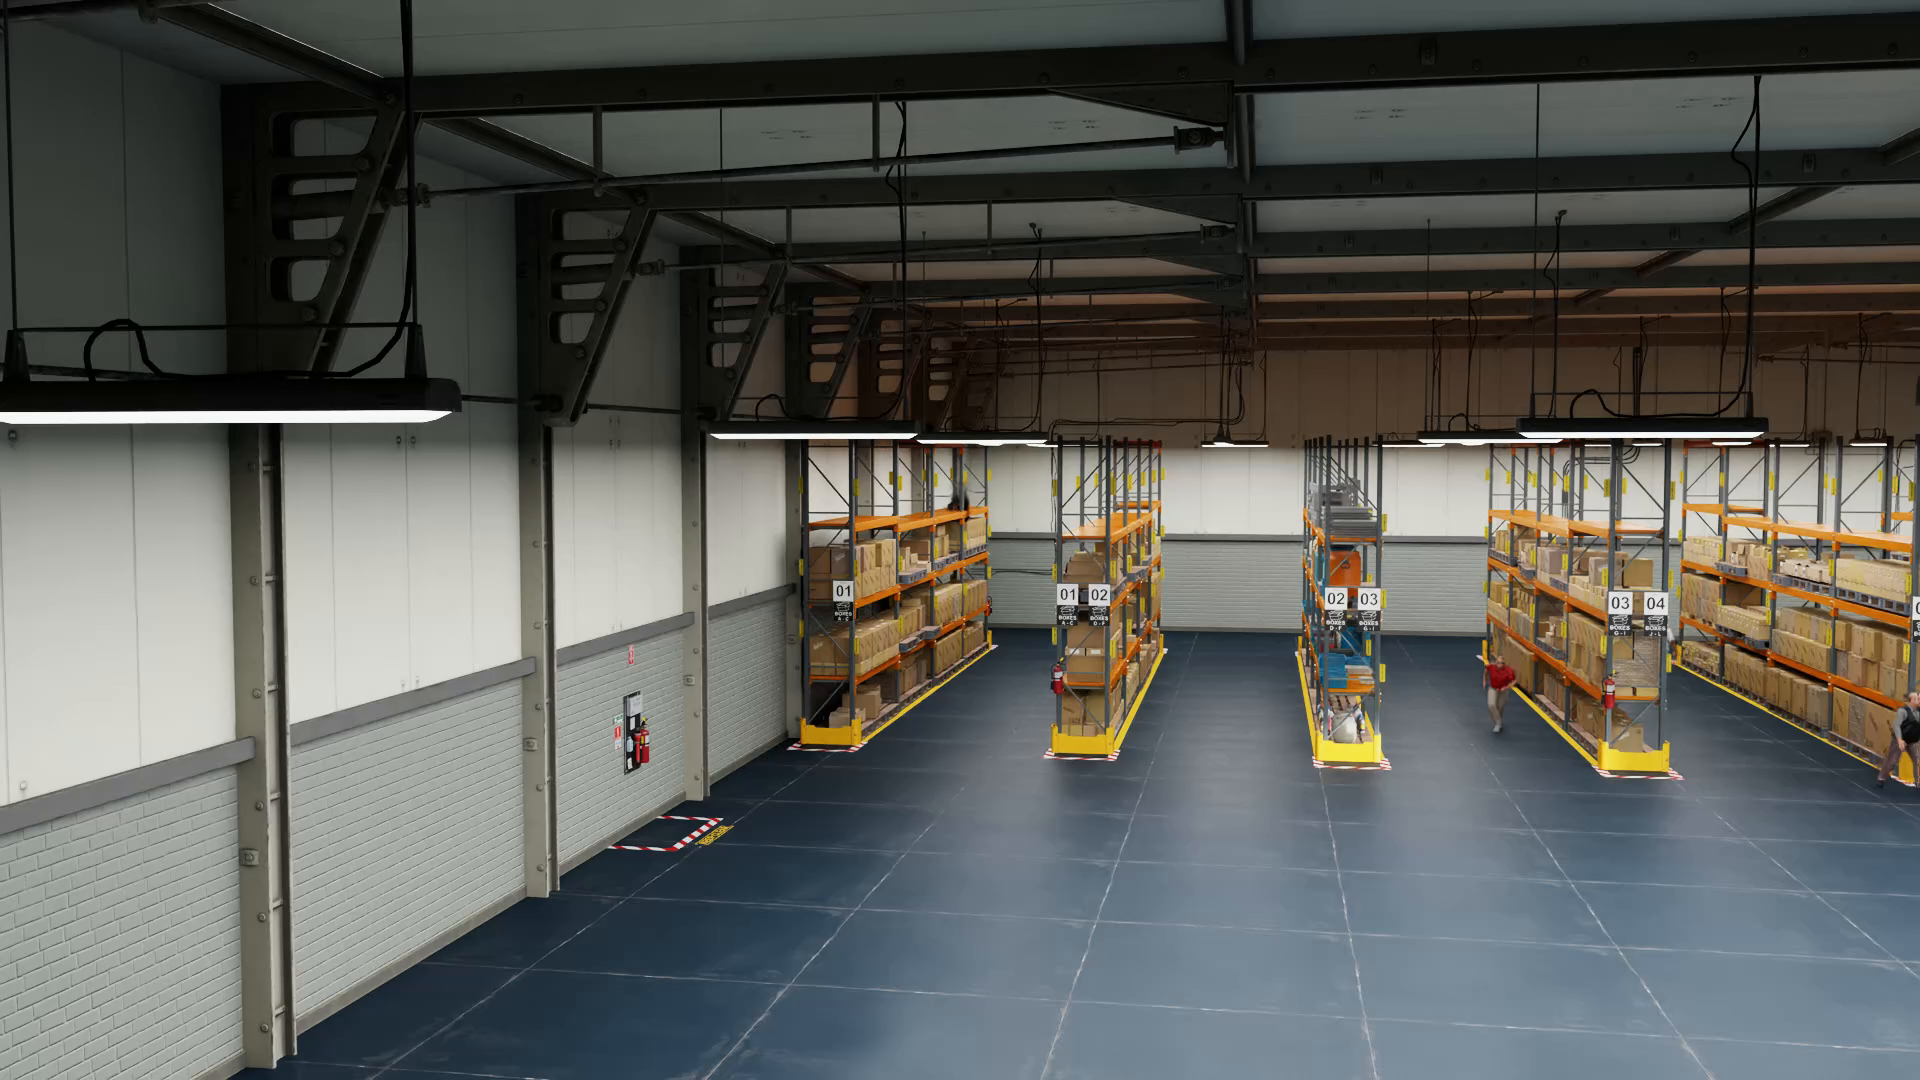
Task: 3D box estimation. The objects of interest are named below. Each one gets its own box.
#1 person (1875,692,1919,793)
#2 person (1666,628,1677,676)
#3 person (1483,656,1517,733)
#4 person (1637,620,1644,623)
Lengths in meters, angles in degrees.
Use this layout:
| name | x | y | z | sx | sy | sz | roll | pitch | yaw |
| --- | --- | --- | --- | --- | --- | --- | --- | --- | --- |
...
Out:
| name | x | y | z | sx | sy | sz | roll | pitch | yaw |
| --- | --- | --- | --- | --- | --- | --- | --- | --- | --- |
| person | 15.869 | 3.376 | 27.865 | 0.679 | 1.681 | 0.879 | -1 | 3 | -15 |
| person | 17.046 | 2.681 | 40.547 | 0.826 | 1.687 | 0.662 | 1 | 3 | 25 |
| person | 11.011 | 3.095 | 33.924 | 0.675 | 1.567 | 1.093 | 1 | 3 | 21 |
| person | 17.857 | 2.554 | 43.629 | 0.604 | 1.672 | 0.900 | 1 | 3 | 16 |
